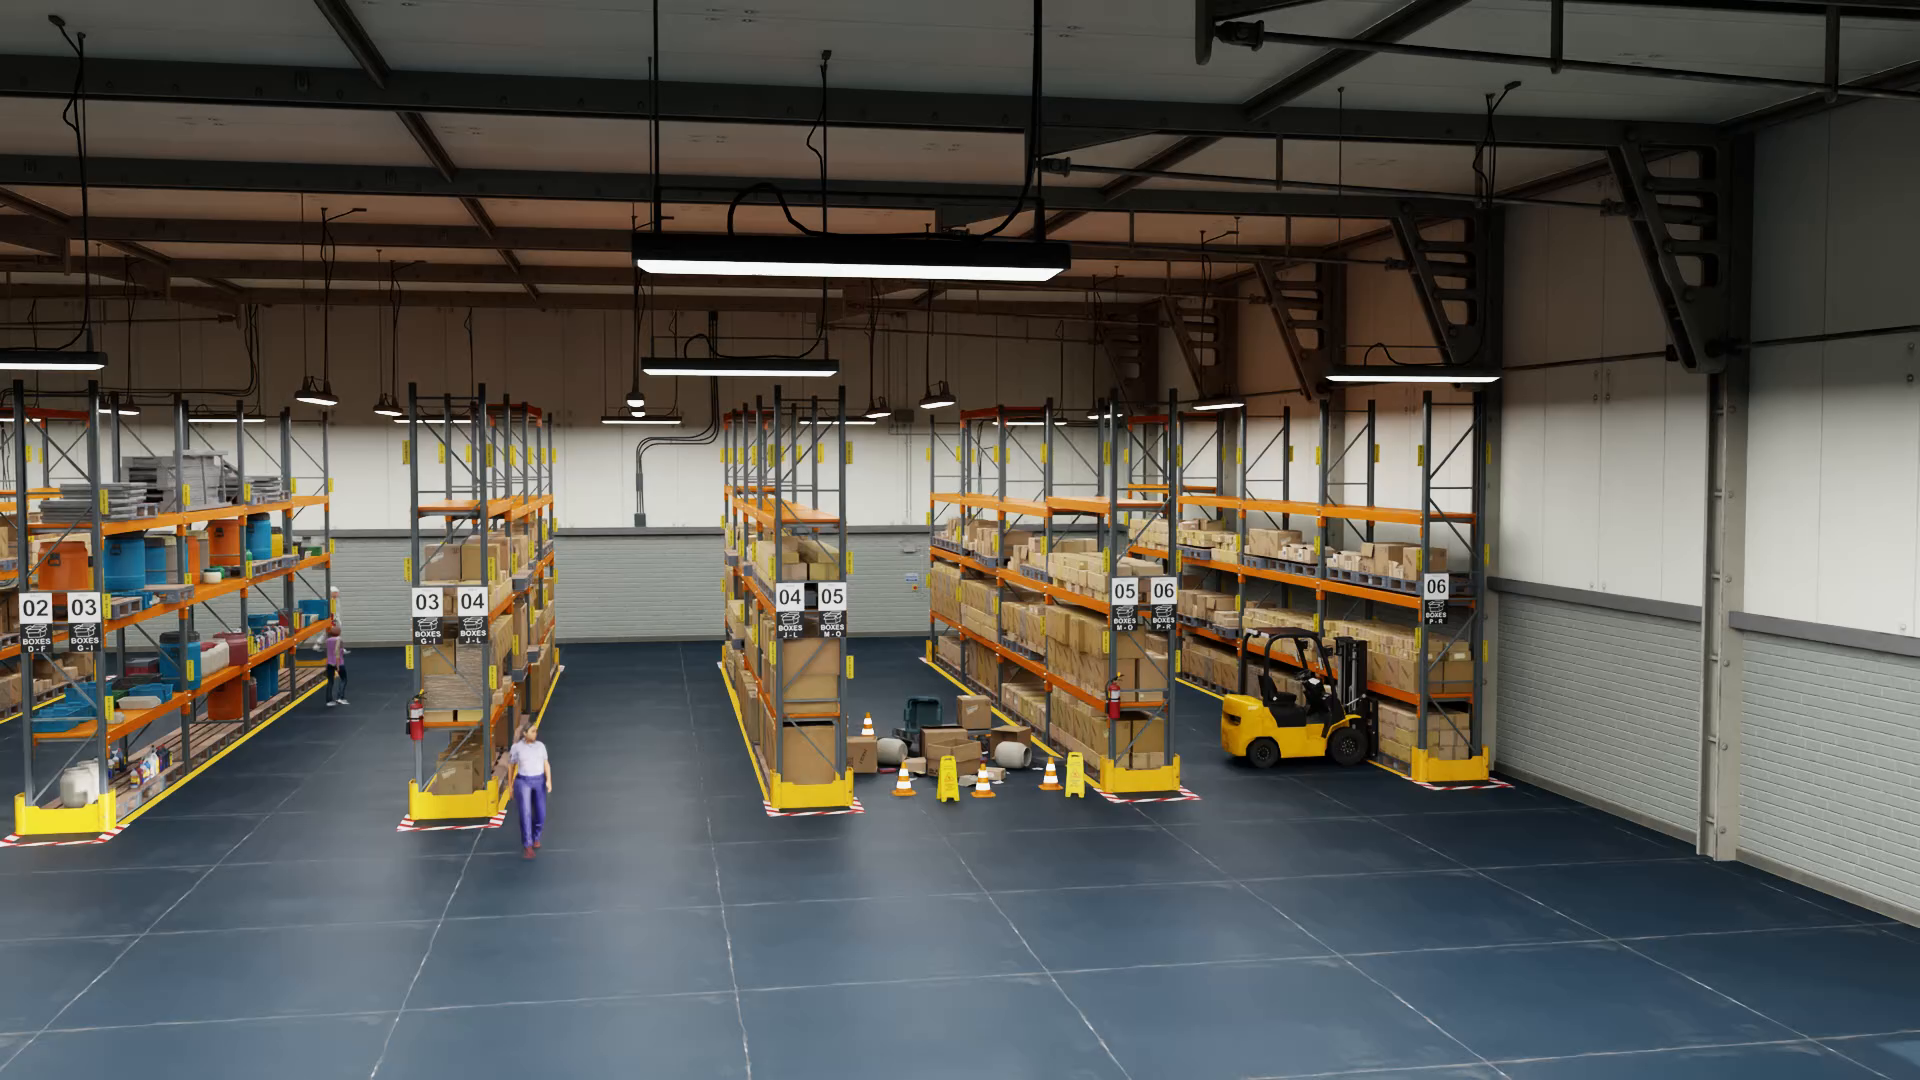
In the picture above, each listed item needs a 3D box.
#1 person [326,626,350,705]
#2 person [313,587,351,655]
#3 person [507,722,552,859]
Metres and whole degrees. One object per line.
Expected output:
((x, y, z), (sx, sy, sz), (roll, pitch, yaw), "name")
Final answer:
((-12.526, 2.530, 33.240), (0.409, 1.610, 0.514), (1, 3, 12), "person")
((-15.771, 2.029, 41.755), (1.147, 1.729, 0.548), (0, 3, 9), "person")
((-5.393, 3.141, 21.033), (0.509, 1.640, 0.746), (-2, 4, -35), "person")
